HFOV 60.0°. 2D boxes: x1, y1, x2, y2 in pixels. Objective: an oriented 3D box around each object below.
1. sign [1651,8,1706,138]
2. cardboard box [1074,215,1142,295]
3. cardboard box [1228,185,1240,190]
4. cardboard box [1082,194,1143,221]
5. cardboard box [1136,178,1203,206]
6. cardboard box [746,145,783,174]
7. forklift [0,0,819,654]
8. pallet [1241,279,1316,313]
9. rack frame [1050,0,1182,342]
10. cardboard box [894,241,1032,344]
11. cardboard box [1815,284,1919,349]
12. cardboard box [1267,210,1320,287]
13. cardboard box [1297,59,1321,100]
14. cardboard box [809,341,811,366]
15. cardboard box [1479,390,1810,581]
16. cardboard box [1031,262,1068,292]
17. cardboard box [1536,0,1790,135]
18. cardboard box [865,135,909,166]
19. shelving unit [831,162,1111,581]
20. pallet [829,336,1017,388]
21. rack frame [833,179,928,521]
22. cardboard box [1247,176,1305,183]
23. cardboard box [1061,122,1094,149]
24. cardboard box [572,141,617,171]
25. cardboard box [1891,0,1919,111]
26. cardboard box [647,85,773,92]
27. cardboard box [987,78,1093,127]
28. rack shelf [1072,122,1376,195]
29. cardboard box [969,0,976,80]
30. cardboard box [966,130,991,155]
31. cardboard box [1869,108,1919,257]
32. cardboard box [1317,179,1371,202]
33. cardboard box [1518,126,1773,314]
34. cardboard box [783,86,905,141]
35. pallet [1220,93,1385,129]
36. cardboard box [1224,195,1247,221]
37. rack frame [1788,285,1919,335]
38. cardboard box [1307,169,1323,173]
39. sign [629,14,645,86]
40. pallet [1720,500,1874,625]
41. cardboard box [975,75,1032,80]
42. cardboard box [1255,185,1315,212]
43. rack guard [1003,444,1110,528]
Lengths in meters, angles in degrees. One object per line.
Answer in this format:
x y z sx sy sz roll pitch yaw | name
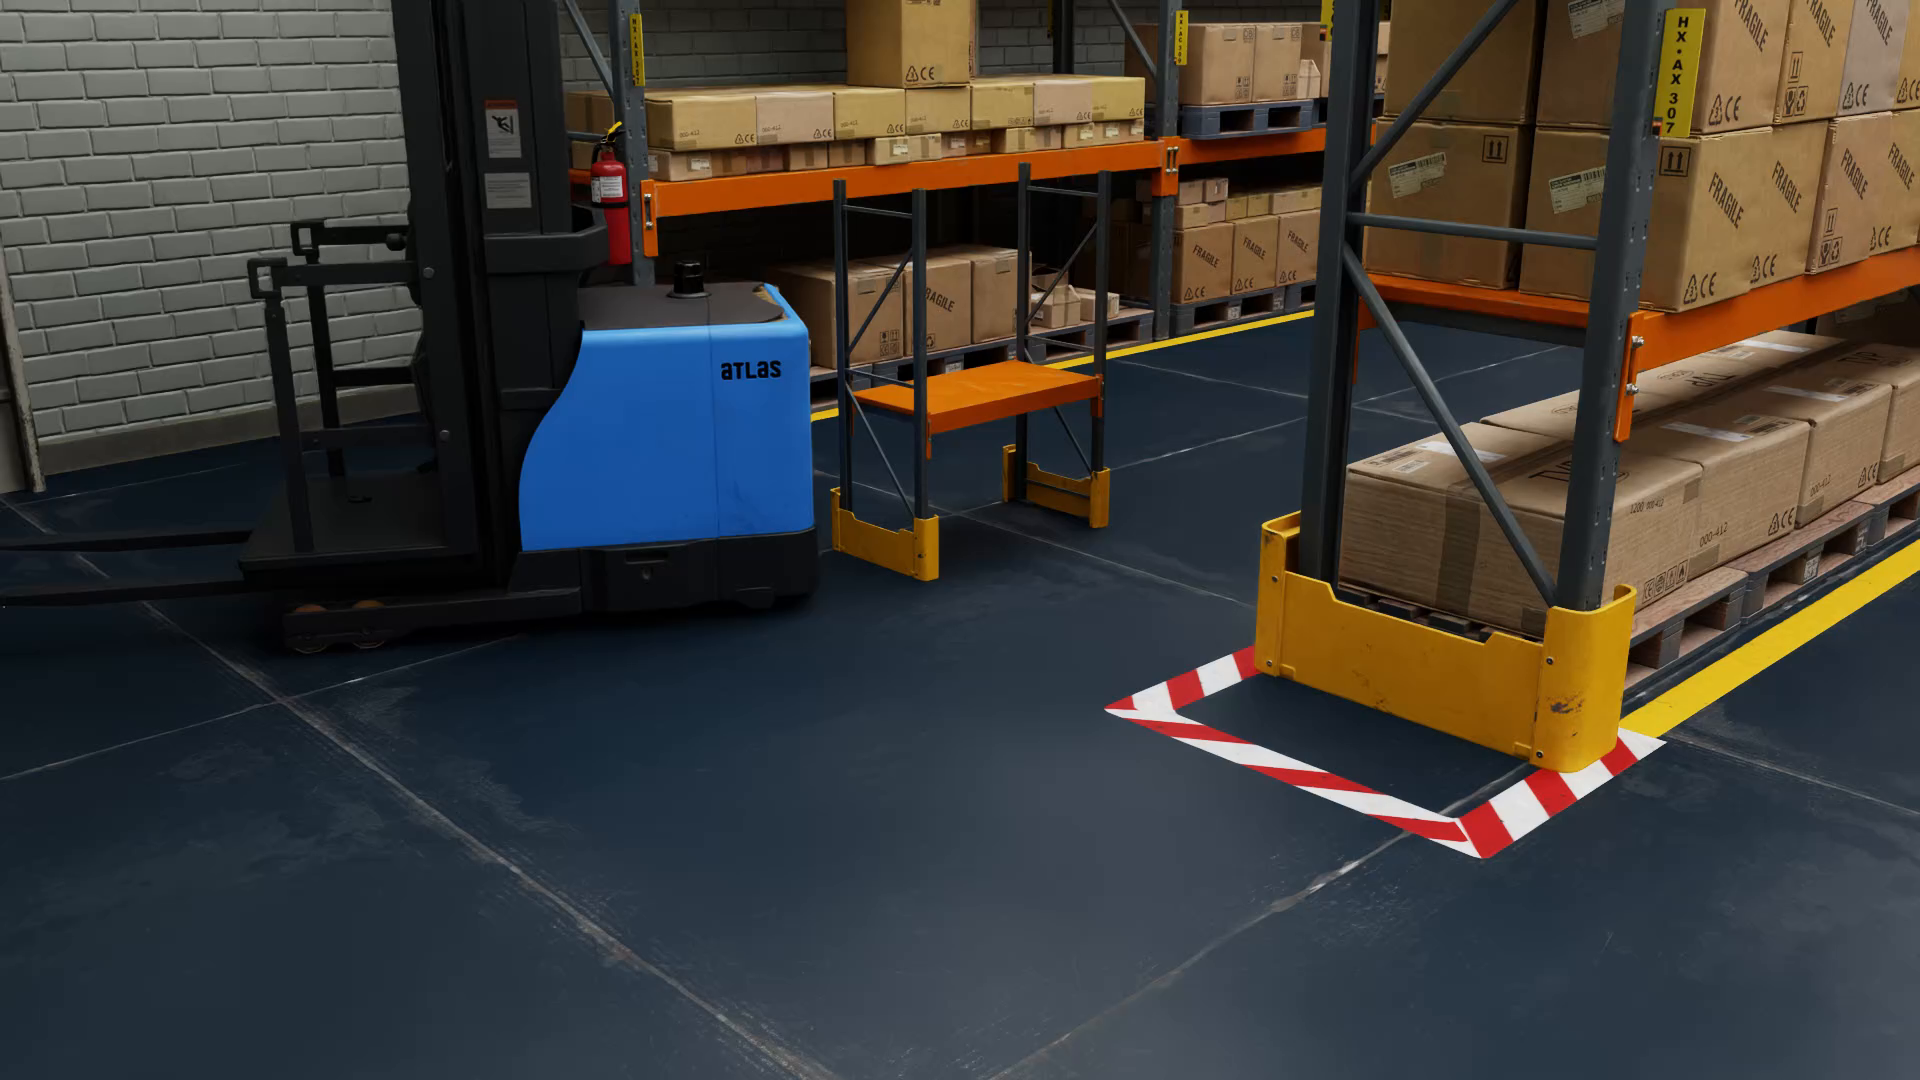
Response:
1.893 -1.231 4.385 0.005 0.325 0.100 -16 24 -41 | sign
1.163 -2.047 11.807 0.500 0.500 0.500 -16 24 -41 | cardboard box
1.842 -2.545 12.290 0.250 0.149 0.380 -15 23 -39 | cardboard box
1.079 -2.328 11.621 0.380 0.149 0.250 17 24 42 | cardboard box
1.412 -2.357 11.228 0.250 0.149 0.380 -17 24 -42 | cardboard box
-1.149 -2.035 8.804 0.250 0.149 0.380 -17 24 -42 | cardboard box
-2.100 -1.179 5.870 3.031 2.935 1.130 -4 18 -13 | forklift
2.462 -1.980 12.750 1.213 0.211 1.003 -16 24 -41 | pallet
1.010 -2.866 10.961 0.127 3.000 1.000 -16 24 -41 | rack frame
0.015 -1.530 10.212 0.700 0.500 0.500 17 24 42 | cardboard box
4.818 -1.093 8.256 0.875 0.875 0.875 -15 23 -39 | cardboard box
2.262 -2.149 12.120 0.500 0.500 0.500 17 25 42 | cardboard box
2.283 -3.210 11.559 0.258 0.266 0.396 -15 23 -38 | cardboard box
-1.052 -1.052 9.306 0.380 0.149 0.250 17 24 42 | cardboard box
2.586 -0.246 6.353 0.875 0.438 0.875 -15 24 -39 | cardboard box
0.367 -1.700 11.042 0.500 0.311 0.500 -15 23 -39 | cardboard box
2.061 -1.468 4.865 0.500 0.500 0.500 -17 25 -42 | cardboard box
-0.499 -2.169 9.218 0.380 0.149 0.250 17 25 42 | cardboard box
0.055 -0.730 6.803 1.083 1.500 0.587 -16 24 -41 | shelving unit
-0.377 -1.134 10.141 1.213 0.211 1.003 -16 24 -41 | pallet
-0.307 -0.624 6.477 0.032 1.500 0.500 -16 24 -41 | rack frame
2.420 -2.706 12.788 0.250 0.149 0.380 -16 24 -40 | cardboard box
0.605 -2.502 10.245 0.250 0.149 0.380 -15 24 -39 | cardboard box
-1.840 -2.029 8.787 0.250 0.149 0.380 -17 24 -41 | cardboard box
3.162 -1.796 5.876 0.500 0.500 0.500 -16 24 -41 | cardboard box
-1.369 -2.355 9.144 0.500 0.250 0.500 -16 24 -41 | cardboard box
0.454 -2.664 10.099 0.500 0.250 0.500 -16 24 -41 | cardboard box
2.463 -2.948 12.379 4.000 0.370 1.077 -16 24 -41 | rack shelf
-0.255 -3.037 10.033 0.500 0.500 0.500 -17 25 -42 | cardboard box
-0.035 -2.362 9.814 0.250 0.149 0.380 -16 24 -40 | cardboard box
3.145 -1.319 6.027 0.500 0.500 0.500 -15 23 -39 | cardboard box
2.929 -2.662 12.652 0.250 0.149 0.380 -17 24 -42 | cardboard box
2.062 -0.992 5.018 0.500 0.500 0.500 -17 24 -41 | cardboard box
-0.650 -2.339 9.097 0.500 0.250 0.500 -17 24 -42 | cardboard box
2.506 -3.209 12.330 1.213 0.211 1.003 -16 24 -41 | pallet
1.780 -2.335 11.642 0.380 0.149 0.250 16 24 41 | cardboard box
4.423 -1.754 7.532 0.127 3.000 1.000 -16 24 -41 | rack frame
2.986 -2.871 13.297 0.250 0.149 0.380 -16 24 -40 | cardboard box
-1.524 -2.309 7.838 0.005 0.325 0.100 -16 24 -41 | sign
2.930 -0.025 6.718 1.213 0.211 1.003 -16 24 -41 | pallet
0.105 -2.784 10.468 0.500 0.250 0.500 -17 24 -41 | cardboard box
2.359 -2.492 12.129 0.250 0.149 0.380 -15 23 -39 | cardboard box
0.417 -0.241 7.321 0.087 0.250 0.587 -16 24 -41 | rack guard
